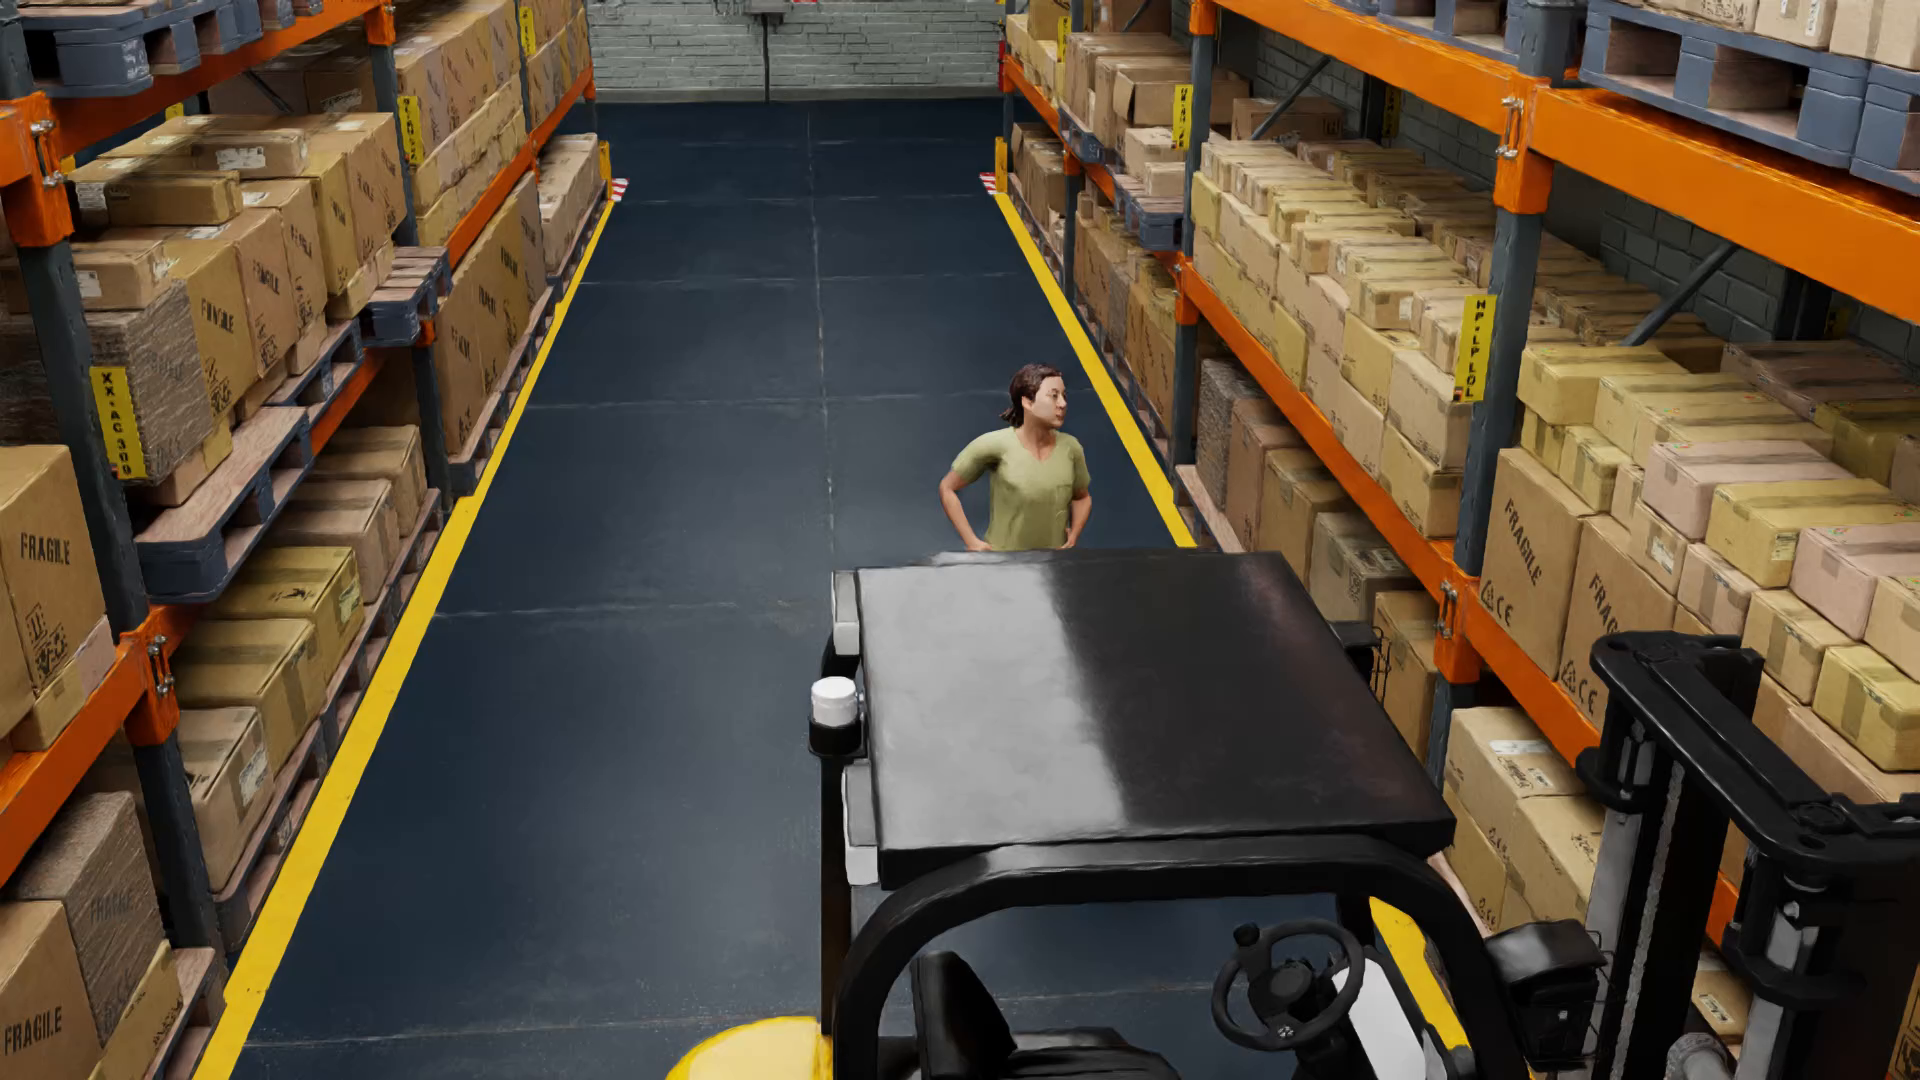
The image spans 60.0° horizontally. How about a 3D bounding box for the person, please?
[{"bbox_3d":[0.274,0.143,6.292,0.597,1.635,0.745,-11,26,-23],"label":"person"}]
